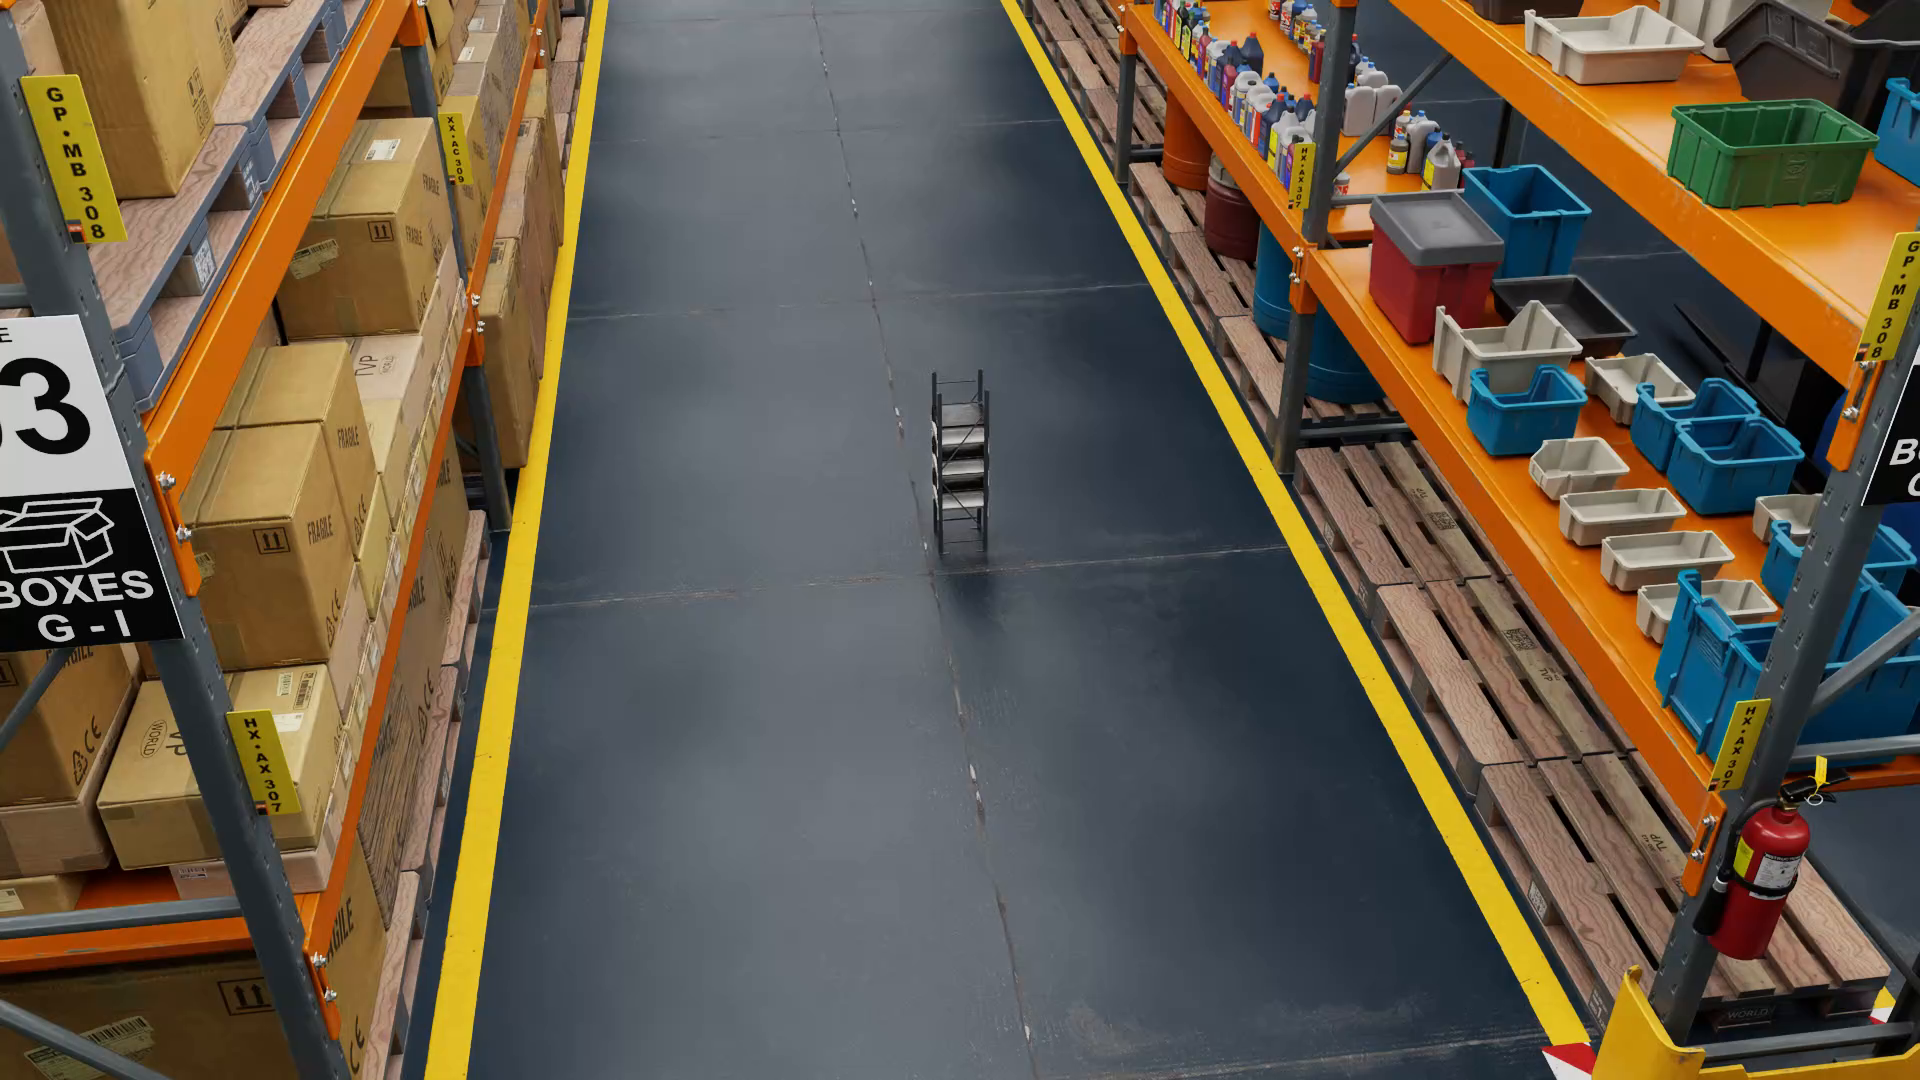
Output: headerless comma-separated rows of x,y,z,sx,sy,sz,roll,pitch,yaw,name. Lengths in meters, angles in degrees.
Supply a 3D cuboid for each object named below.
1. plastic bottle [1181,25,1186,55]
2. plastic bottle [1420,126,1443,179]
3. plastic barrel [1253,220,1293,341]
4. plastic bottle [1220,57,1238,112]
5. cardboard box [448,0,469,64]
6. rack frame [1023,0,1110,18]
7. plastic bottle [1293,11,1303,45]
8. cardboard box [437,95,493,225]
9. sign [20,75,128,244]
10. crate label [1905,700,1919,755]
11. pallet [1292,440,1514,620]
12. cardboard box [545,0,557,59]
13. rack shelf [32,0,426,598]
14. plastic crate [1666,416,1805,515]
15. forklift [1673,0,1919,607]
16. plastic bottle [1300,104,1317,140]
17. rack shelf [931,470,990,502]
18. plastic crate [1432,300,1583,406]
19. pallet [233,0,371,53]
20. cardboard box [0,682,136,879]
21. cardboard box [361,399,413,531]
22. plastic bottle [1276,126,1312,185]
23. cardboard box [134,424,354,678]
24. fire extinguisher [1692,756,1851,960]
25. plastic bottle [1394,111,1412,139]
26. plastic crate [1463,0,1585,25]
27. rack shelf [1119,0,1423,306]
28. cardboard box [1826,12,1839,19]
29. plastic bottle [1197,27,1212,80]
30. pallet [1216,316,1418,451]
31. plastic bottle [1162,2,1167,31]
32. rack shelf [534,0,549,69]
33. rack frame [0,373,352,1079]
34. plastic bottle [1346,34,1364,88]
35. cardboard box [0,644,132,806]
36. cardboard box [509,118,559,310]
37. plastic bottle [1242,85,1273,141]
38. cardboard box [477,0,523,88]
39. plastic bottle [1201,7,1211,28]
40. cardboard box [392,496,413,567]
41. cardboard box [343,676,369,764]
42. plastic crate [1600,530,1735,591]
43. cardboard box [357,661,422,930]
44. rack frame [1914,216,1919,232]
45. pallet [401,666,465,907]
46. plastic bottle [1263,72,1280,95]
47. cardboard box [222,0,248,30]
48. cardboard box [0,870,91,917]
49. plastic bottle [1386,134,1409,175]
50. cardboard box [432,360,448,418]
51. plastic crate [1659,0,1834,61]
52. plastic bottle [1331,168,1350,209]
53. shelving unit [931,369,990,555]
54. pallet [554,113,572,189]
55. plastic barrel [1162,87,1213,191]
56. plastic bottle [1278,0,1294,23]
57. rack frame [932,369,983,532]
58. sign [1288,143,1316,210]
1.430,-3.130,10.355,0.097,0.201,0.097,0,34,0,plastic bottle
2.470,-2.020,8.666,0.097,0.271,0.097,0,34,0,plastic bottle
2.010,-1.651,9.500,0.600,0.901,0.708,-4,35,-6,plastic barrel
1.545,-2.608,9.516,0.061,0.283,0.133,-4,35,-6,plastic bottle
-3.021,-2.811,8.732,0.797,0.503,0.637,-3,34,-5,cardboard box
1.085,-6.109,14.551,1.000,3.000,0.127,-4,35,-6,rack frame
2.168,-3.244,10.523,0.097,0.201,0.097,0,34,0,plastic bottle
-2.630,-1.867,8.238,0.500,0.500,0.500,-4,35,-6,cardboard box
-1.658,-0.710,3.118,0.100,0.325,0.005,-4,35,-6,sign
2.992,0.469,4.994,0.416,0.233,0.303,-4,35,-6,crate label
2.298,-0.085,8.188,1.003,0.211,1.213,-4,35,-6,pallet
-3.716,-4.271,13.683,0.700,0.500,0.500,-5,35,-7,cardboard box
-2.478,-1.096,5.170,1.077,0.370,4.000,-4,35,-6,rack shelf
2.815,-0.266,6.072,0.416,0.233,0.300,-4,35,-6,plastic crate
4.723,-1.635,8.046,1.130,2.935,3.031,-2,34,-4,forklift
1.856,-2.124,8.746,0.144,0.351,0.185,-4,35,-6,plastic bottle
0.001,-0.265,8.059,0.258,0.077,0.200,-4,35,-6,rack shelf
2.184,-0.755,6.746,0.437,0.282,0.530,-4,35,-6,plastic crate
-2.647,-2.015,5.959,1.003,0.211,1.213,-4,35,-6,pallet
-2.537,0.651,4.500,0.500,0.250,0.500,-5,35,-7,cardboard box
-2.222,-0.248,5.819,0.500,0.250,0.500,-5,35,-7,cardboard box
1.739,-1.993,8.621,0.152,0.276,0.135,-4,35,-6,plastic bottle
-2.073,0.024,4.754,0.500,0.500,0.500,-5,35,-8,cardboard box
2.269,0.892,4.678,0.296,0.674,0.183,-4,35,-6,fire extinguisher
2.413,-2.230,9.035,0.097,0.201,0.097,0,34,0,plastic bottle
2.056,-2.117,6.145,0.497,0.269,0.590,-4,35,-6,plastic crate
1.892,-2.464,9.840,1.077,0.370,4.000,-4,35,-6,rack shelf
6.674,-4.126,13.212,0.500,0.311,0.500,-5,35,-8,cardboard box
1.471,-2.915,9.967,0.061,0.283,0.133,-4,35,-6,plastic bottle
2.099,-0.926,9.422,1.003,0.211,1.213,-4,35,-6,pallet
1.363,-3.408,10.764,0.097,0.201,0.097,0,34,0,plastic bottle
-3.554,-4.321,12.565,1.077,0.370,4.000,-4,35,-6,rack shelf
-2.209,0.962,4.174,1.000,3.000,0.127,-4,35,-6,rack frame
2.277,-2.756,9.674,0.144,0.351,0.185,-4,35,-6,plastic bottle
-2.535,0.339,4.291,0.500,0.500,0.500,-4,34,-6,cardboard box
-3.100,-1.913,9.907,1.225,0.875,0.875,-4,35,-6,cardboard box
1.653,-2.350,9.144,0.152,0.276,0.135,-4,35,-6,plastic bottle
-2.912,-3.008,9.912,0.500,0.500,0.500,-5,35,-7,cardboard box
1.544,-3.291,10.592,0.097,0.201,0.097,0,34,0,plastic bottle
-2.138,-0.015,5.832,0.380,0.149,0.250,-5,35,-8,cardboard box
-2.000,0.557,4.992,0.380,0.149,0.250,-5,35,-8,cardboard box
2.385,0.067,5.669,0.396,0.136,0.243,-4,35,-6,plastic crate
-2.497,0.808,5.915,0.875,0.875,0.875,-4,35,-6,cardboard box
2.699,-1.892,3.035,1.000,3.000,0.127,-4,35,-6,rack frame
-2.555,0.995,6.603,1.003,0.211,1.213,-4,35,-6,pallet
1.743,-2.497,9.365,0.097,0.271,0.097,0,34,0,plastic bottle
-2.585,-1.731,4.912,0.700,0.500,0.500,-3,34,-4,cardboard box
-2.583,0.892,4.500,0.380,0.149,0.250,-4,34,-5,cardboard box
2.306,-2.034,8.748,0.097,0.201,0.097,0,34,0,plastic bottle
-2.277,-0.590,6.676,0.380,0.149,0.250,-4,34,-5,cardboard box
2.707,-1.864,5.763,0.437,0.282,0.530,-4,35,-6,plastic crate
1.909,-1.778,8.372,0.097,0.201,0.097,0,34,0,plastic bottle
0.001,-0.367,7.990,0.258,0.900,0.210,-4,35,-6,shelving unit
-3.388,-2.786,12.150,1.003,0.211,1.213,-4,35,-6,pallet
1.706,-2.882,11.370,0.600,0.830,0.708,-4,35,-6,plastic barrel
2.131,-3.507,10.836,0.061,0.283,0.133,-4,35,-6,plastic bottle
-0.013,-0.424,8.073,0.240,0.900,0.006,-4,35,-6,rack frame
1.616,-1.719,7.863,0.100,0.325,0.005,-4,35,-6,sign
